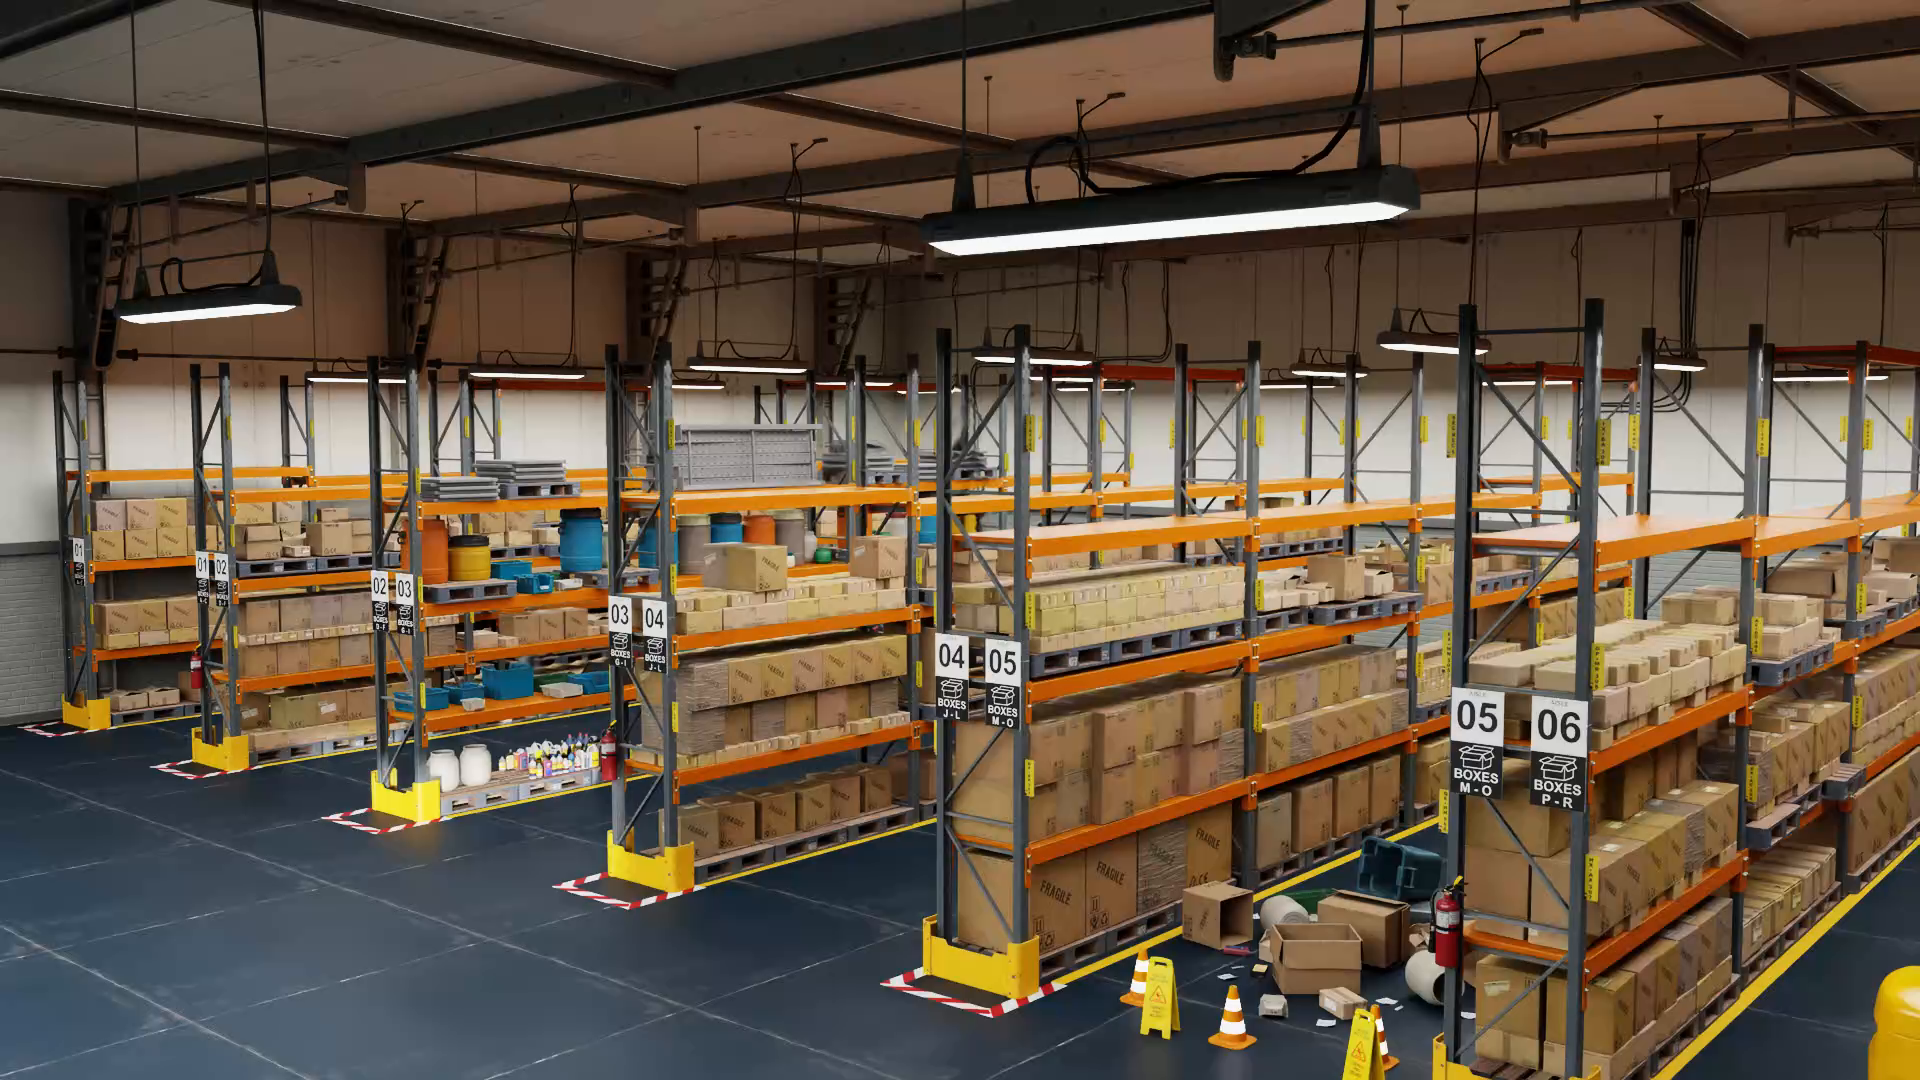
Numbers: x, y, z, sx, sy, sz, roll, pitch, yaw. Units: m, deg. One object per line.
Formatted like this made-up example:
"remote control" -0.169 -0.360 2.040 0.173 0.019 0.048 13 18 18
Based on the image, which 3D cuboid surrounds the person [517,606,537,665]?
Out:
"person" -8.053 2.055 30.908 0.678 1.747 0.992 3 5 39
